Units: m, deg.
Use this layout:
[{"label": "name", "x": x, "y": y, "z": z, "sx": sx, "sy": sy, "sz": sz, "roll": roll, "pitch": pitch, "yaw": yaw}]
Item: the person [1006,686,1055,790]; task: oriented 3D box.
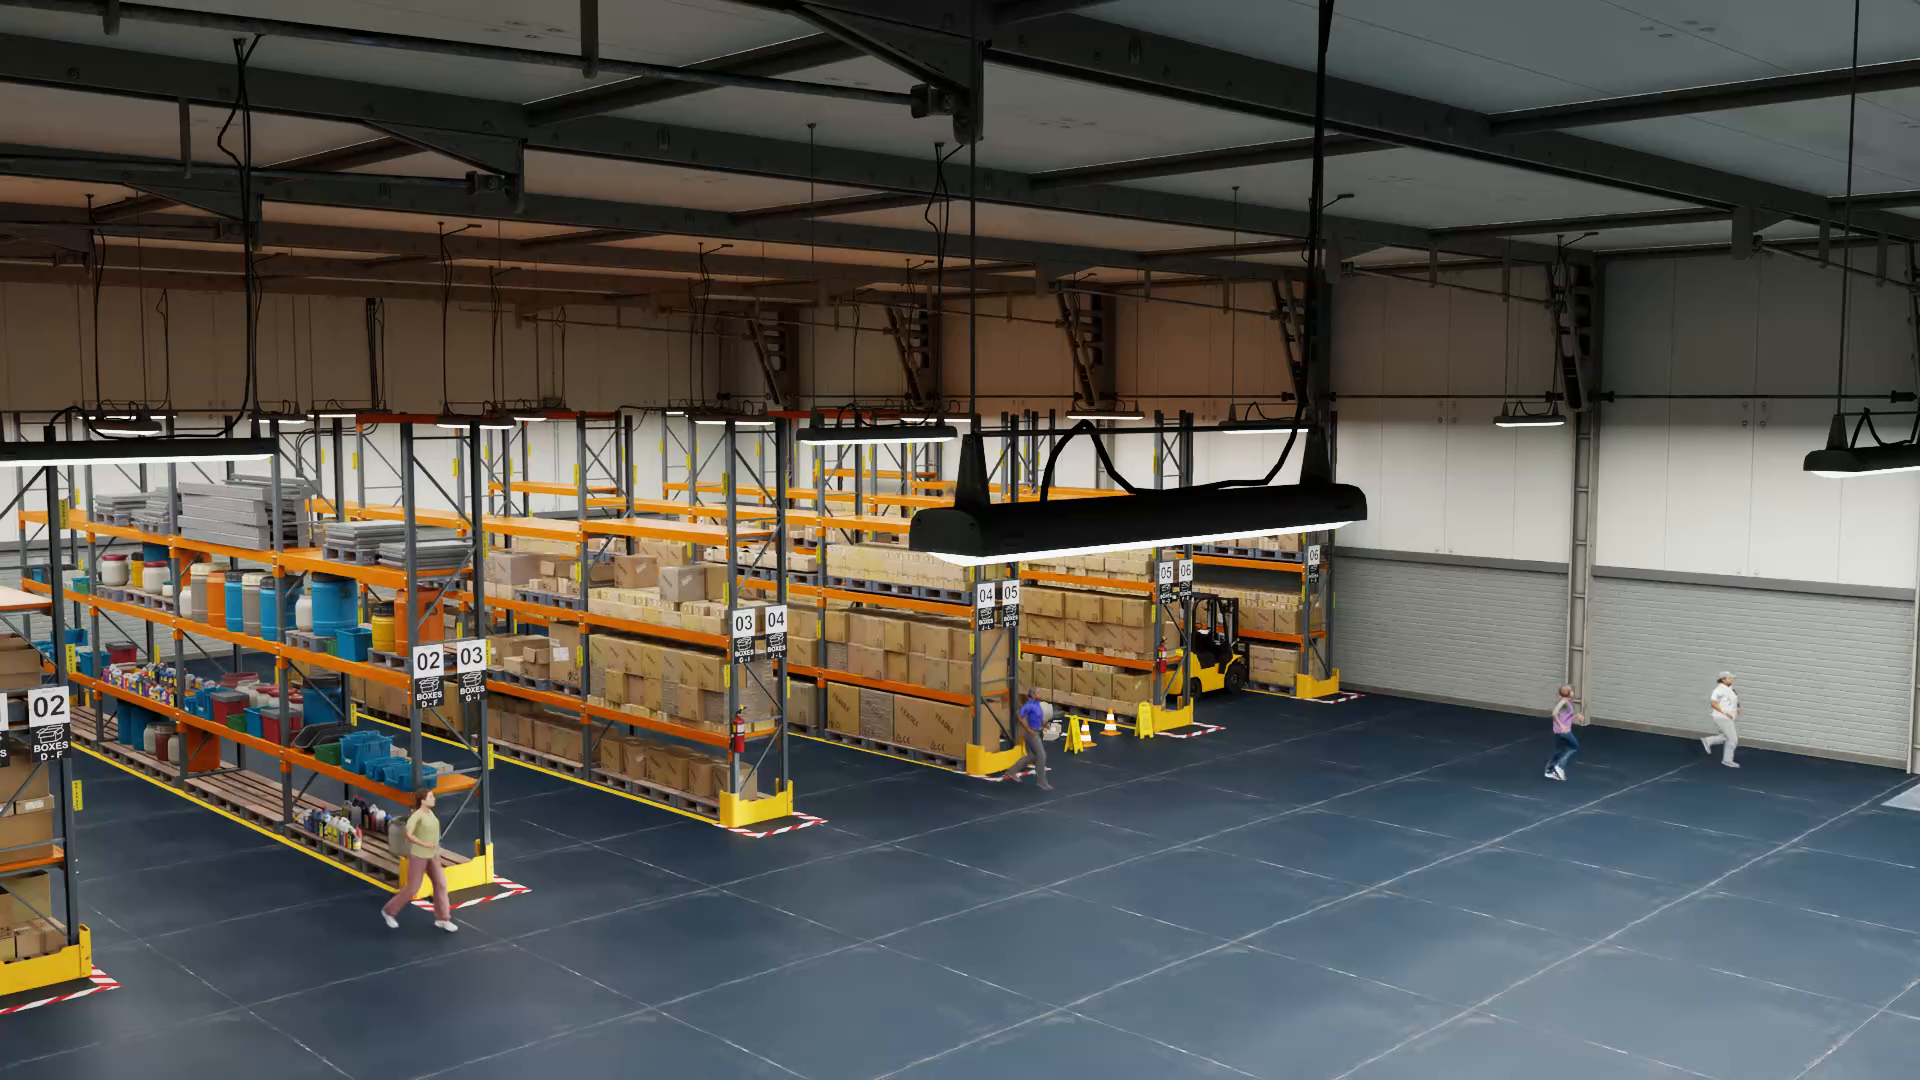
[{"label": "person", "x": 1.134, "y": 3.190, "z": 26.848, "sx": 0.818, "sy": 1.680, "sz": 0.593, "roll": 1, "pitch": 5, "yaw": 13}]

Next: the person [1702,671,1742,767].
[{"label": "person", "x": 13.072, "y": 3.056, "z": 28.551, "sx": 0.670, "sy": 1.641, "sz": 0.608, "roll": 4, "pitch": 6, "yaw": 40}]

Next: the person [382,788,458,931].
[{"label": "person", "x": -6.354, "y": 3.774, "z": 19.790, "sx": 0.947, "sy": 1.651, "sz": 0.640, "roll": 1, "pitch": 5, "yaw": 14}]

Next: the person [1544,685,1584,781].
[{"label": "person", "x": 9.962, "y": 3.173, "z": 27.386, "sx": 0.631, "sy": 1.558, "sz": 0.512, "roll": 1, "pitch": 5, "yaw": 10}]
